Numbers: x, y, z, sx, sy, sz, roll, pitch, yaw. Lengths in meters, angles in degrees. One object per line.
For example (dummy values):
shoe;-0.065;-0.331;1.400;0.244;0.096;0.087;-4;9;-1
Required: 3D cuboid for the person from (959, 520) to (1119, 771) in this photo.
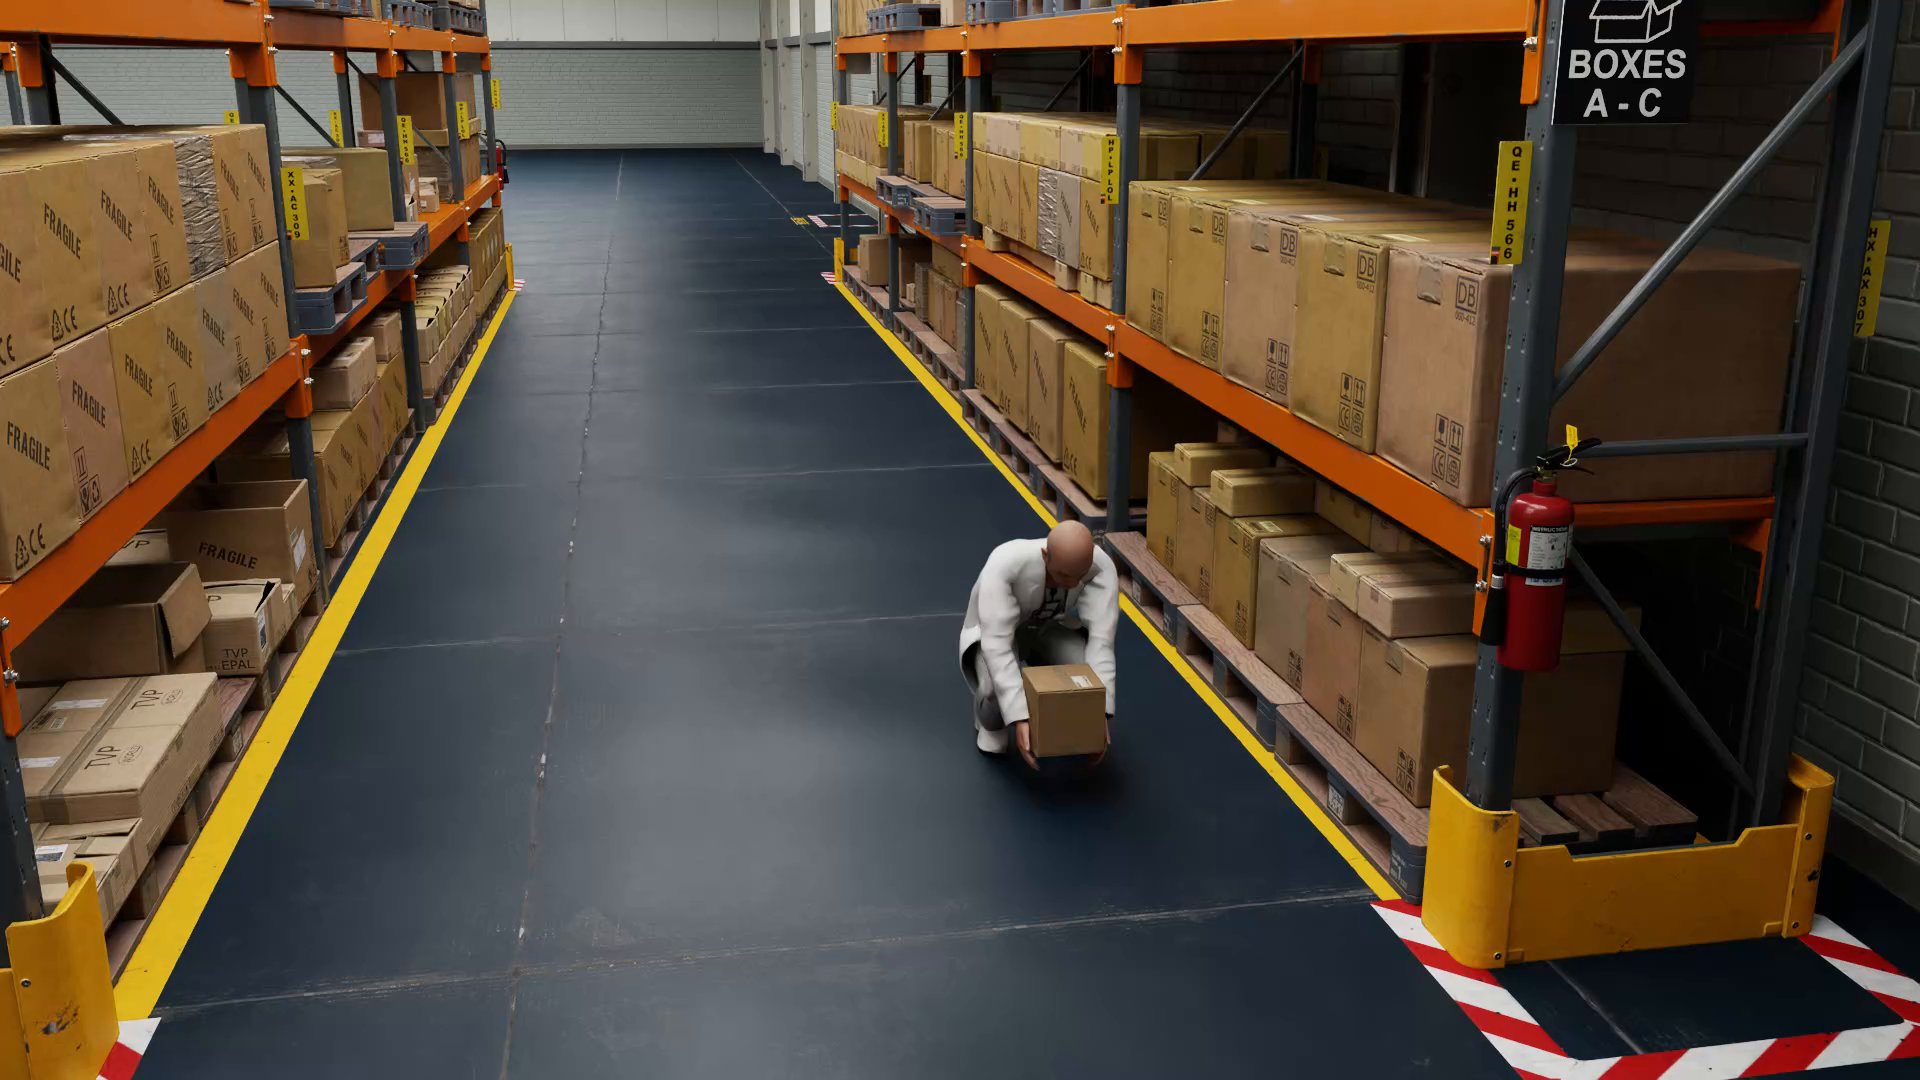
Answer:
person;0.299;0.360;6.270;0.591;0.977;0.917;-3;16;-11
